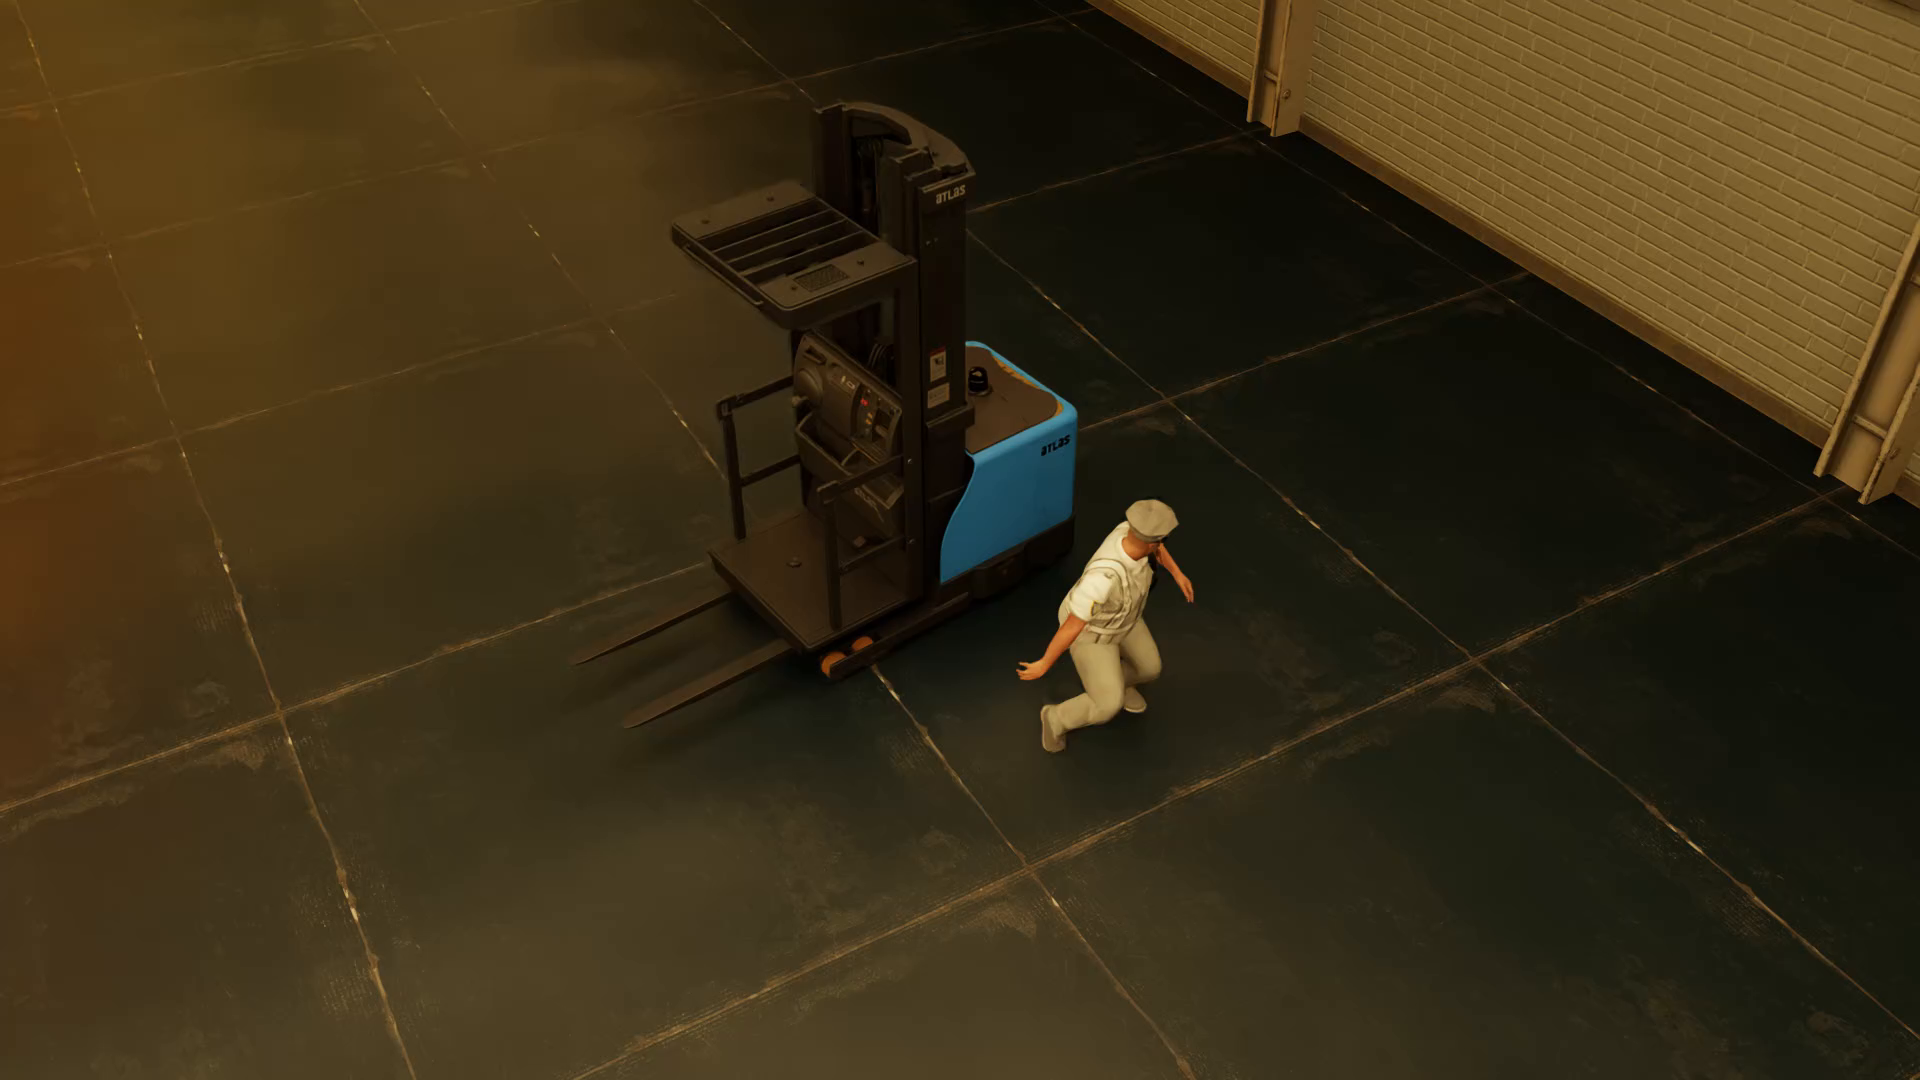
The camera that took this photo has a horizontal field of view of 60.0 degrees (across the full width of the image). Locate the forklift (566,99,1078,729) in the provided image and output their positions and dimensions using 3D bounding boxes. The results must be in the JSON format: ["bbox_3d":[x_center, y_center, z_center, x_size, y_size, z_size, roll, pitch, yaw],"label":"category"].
[{"bbox_3d":[-0.779,-0.720,8.904,3.031,2.935,1.130,-26,46,-28],"label":"forklift"}]

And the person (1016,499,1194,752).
[{"bbox_3d":[0.746,0.488,8.582,0.550,1.648,1.003,27,47,29],"label":"person"}]
